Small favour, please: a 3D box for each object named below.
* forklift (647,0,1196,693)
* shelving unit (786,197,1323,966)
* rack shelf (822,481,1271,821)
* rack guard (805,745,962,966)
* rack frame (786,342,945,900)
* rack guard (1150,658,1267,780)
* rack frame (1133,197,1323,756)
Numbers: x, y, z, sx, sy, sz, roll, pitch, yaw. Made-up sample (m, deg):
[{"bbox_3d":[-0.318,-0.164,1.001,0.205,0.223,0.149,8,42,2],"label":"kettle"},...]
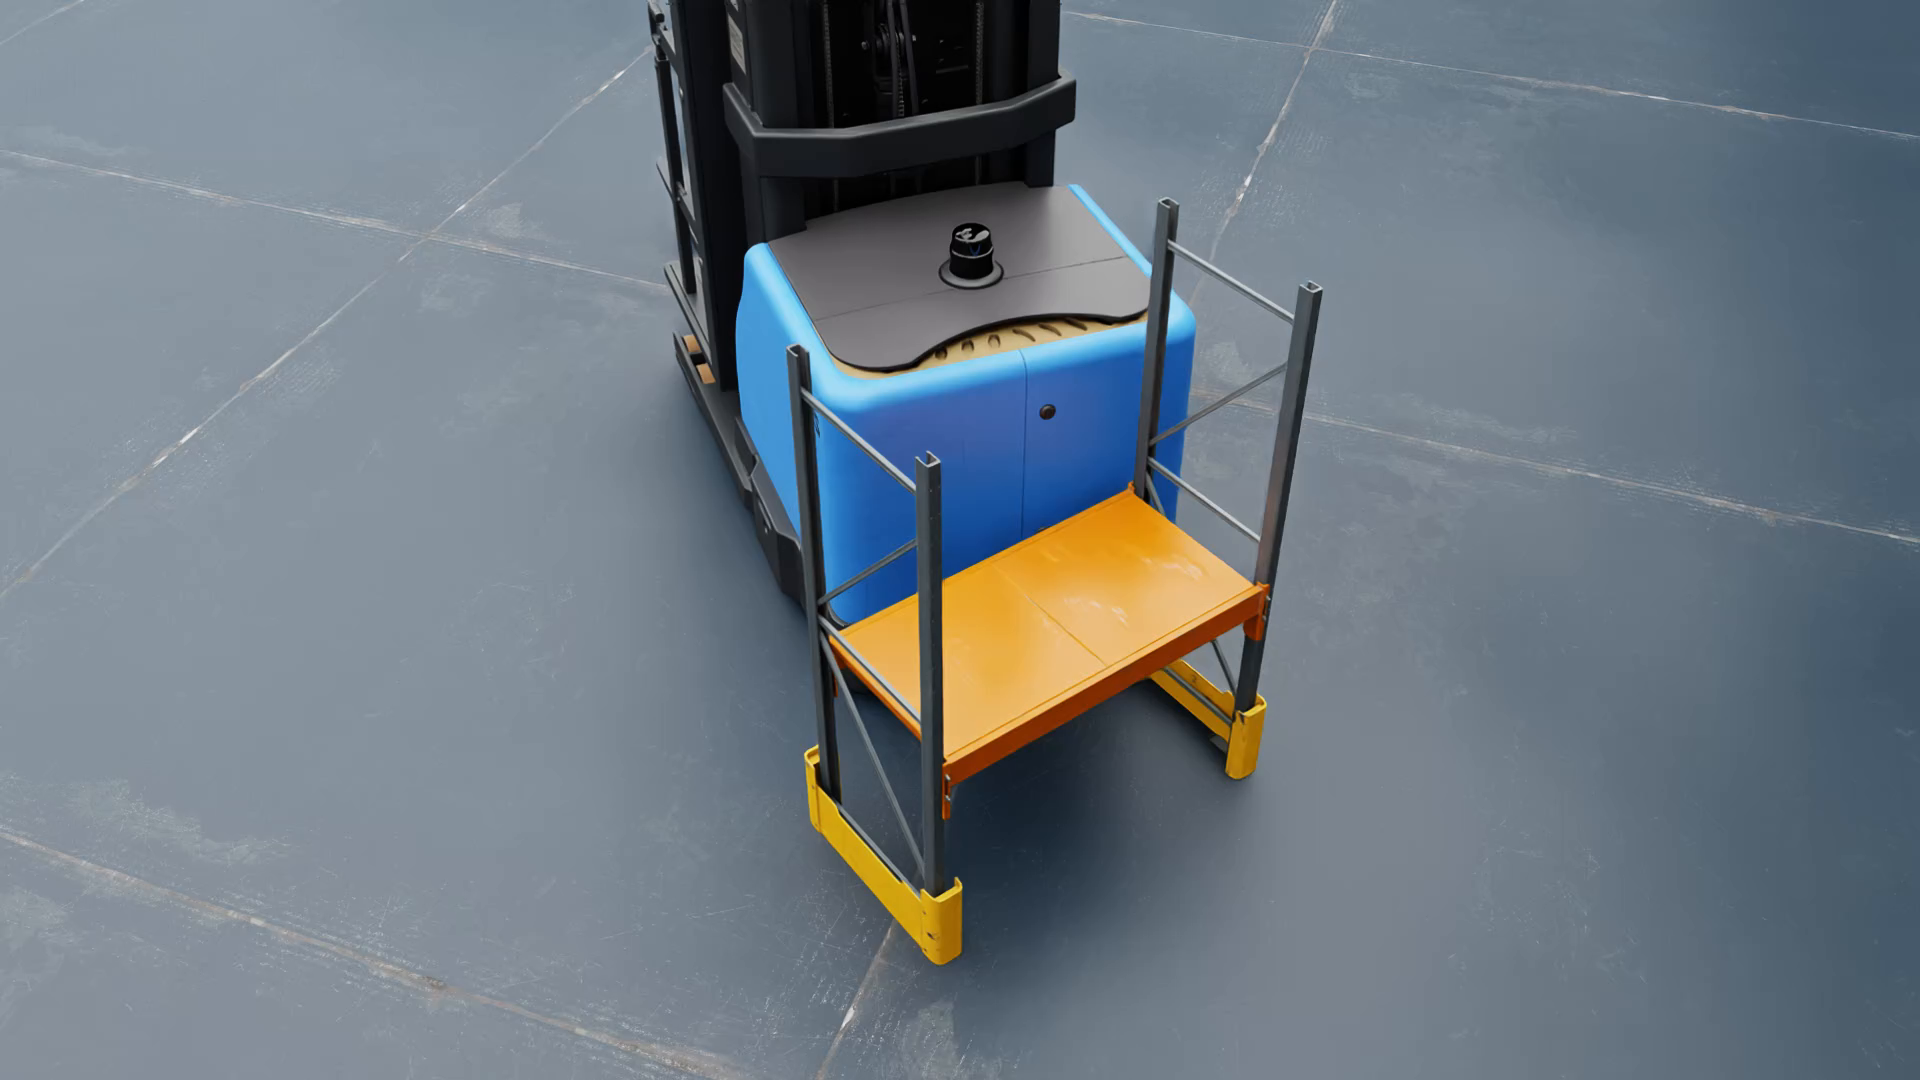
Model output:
[{"bbox_3d":[-0.368,-1.653,4.929,1.130,2.935,3.031,-14,42,-16],"label":"forklift"},{"bbox_3d":[0.205,0.107,3.969,1.083,1.500,0.587,-26,47,-27],"label":"shelving unit"},{"bbox_3d":[0.212,0.240,4.090,1.000,0.185,0.538,-26,47,-27],"label":"rack shelf"},{"bbox_3d":[-0.195,0.775,4.149,0.087,0.250,0.587,-26,47,-27],"label":"rack guard"},{"bbox_3d":[-0.196,0.300,3.743,0.032,1.500,0.500,-26,47,-27],"label":"rack frame"},{"bbox_3d":[0.604,0.389,4.601,0.087,0.250,0.587,-26,47,-27],"label":"rack guard"},{"bbox_3d":[0.620,-0.094,4.204,0.032,1.500,0.500,-26,47,-27],"label":"rack frame"}]
